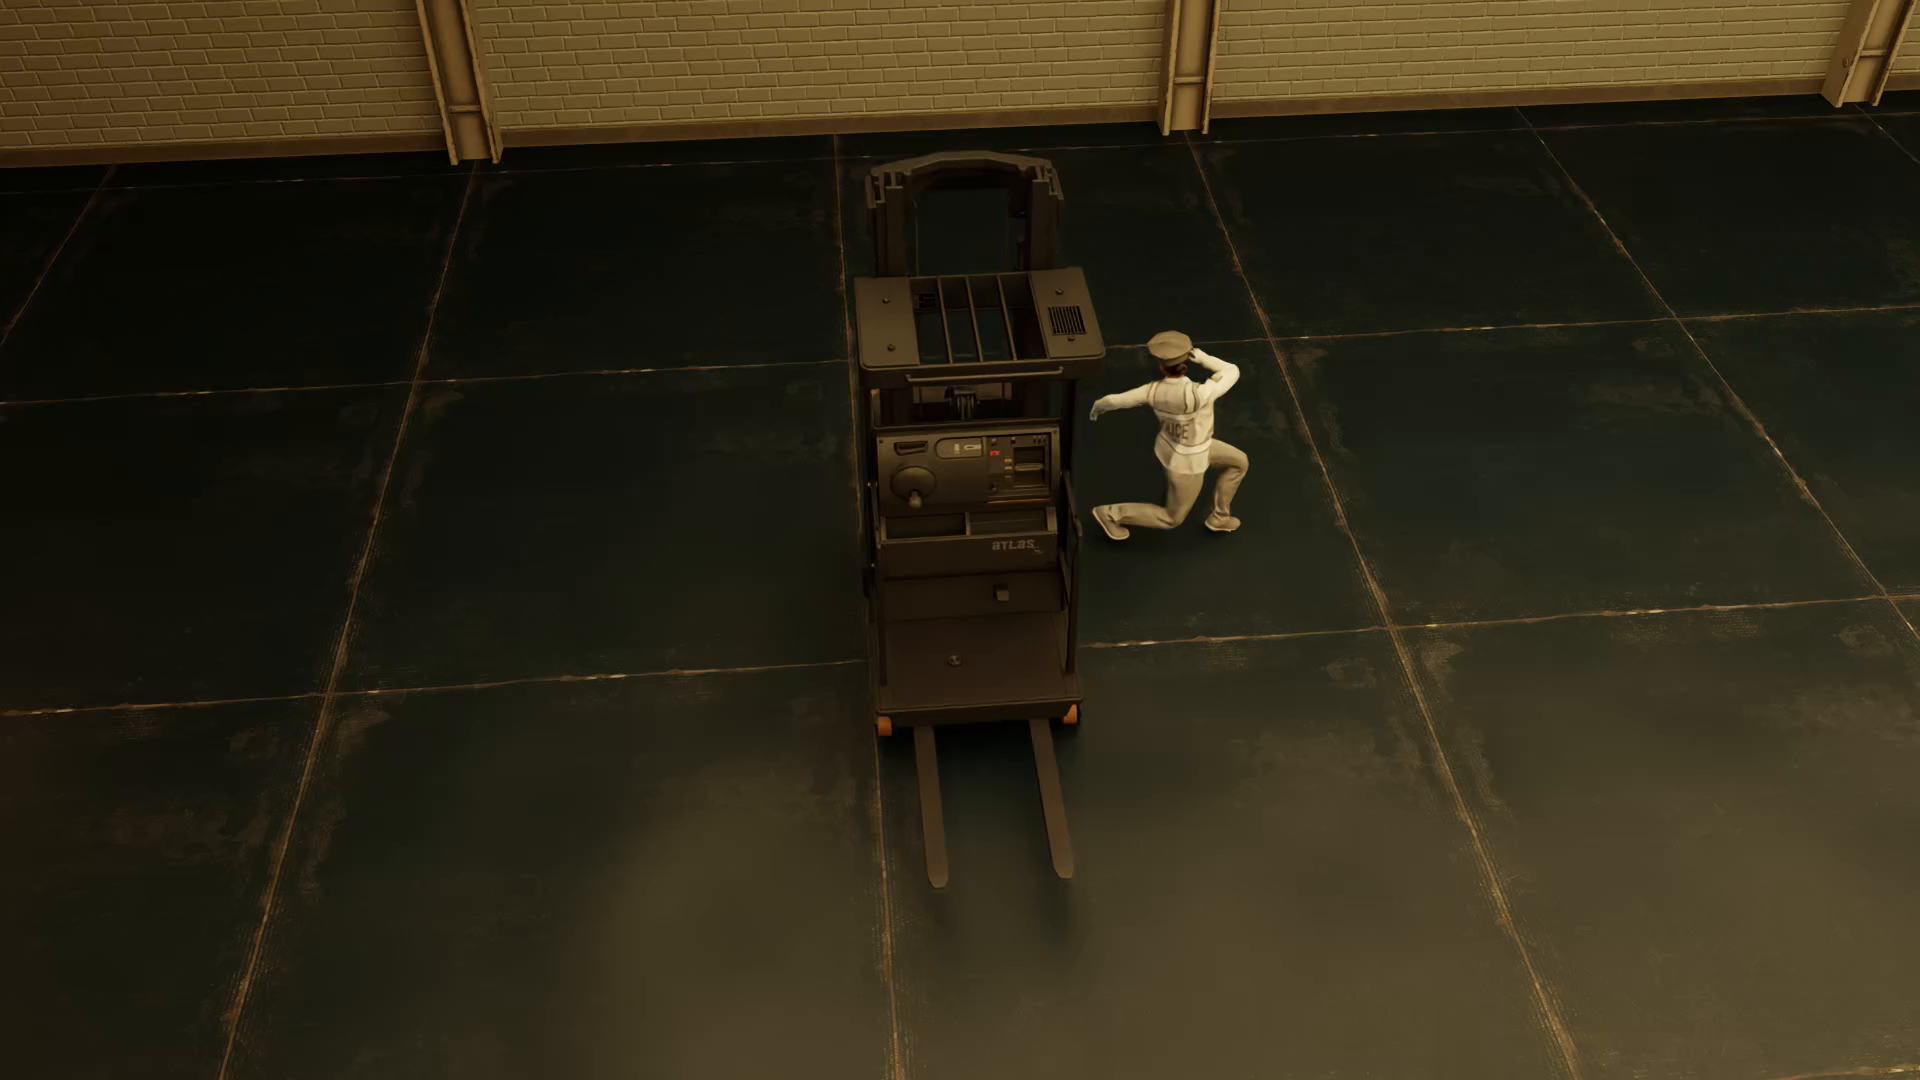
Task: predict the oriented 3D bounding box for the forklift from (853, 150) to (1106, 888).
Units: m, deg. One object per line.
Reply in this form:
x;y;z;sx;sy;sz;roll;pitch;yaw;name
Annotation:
0.066;-0.289;8.276;1.130;2.935;3.031;-3;41;-4;forklift

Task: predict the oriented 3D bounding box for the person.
1.236;-0.641;9.896;0.938;1.412;0.744;-12;42;-14;person
